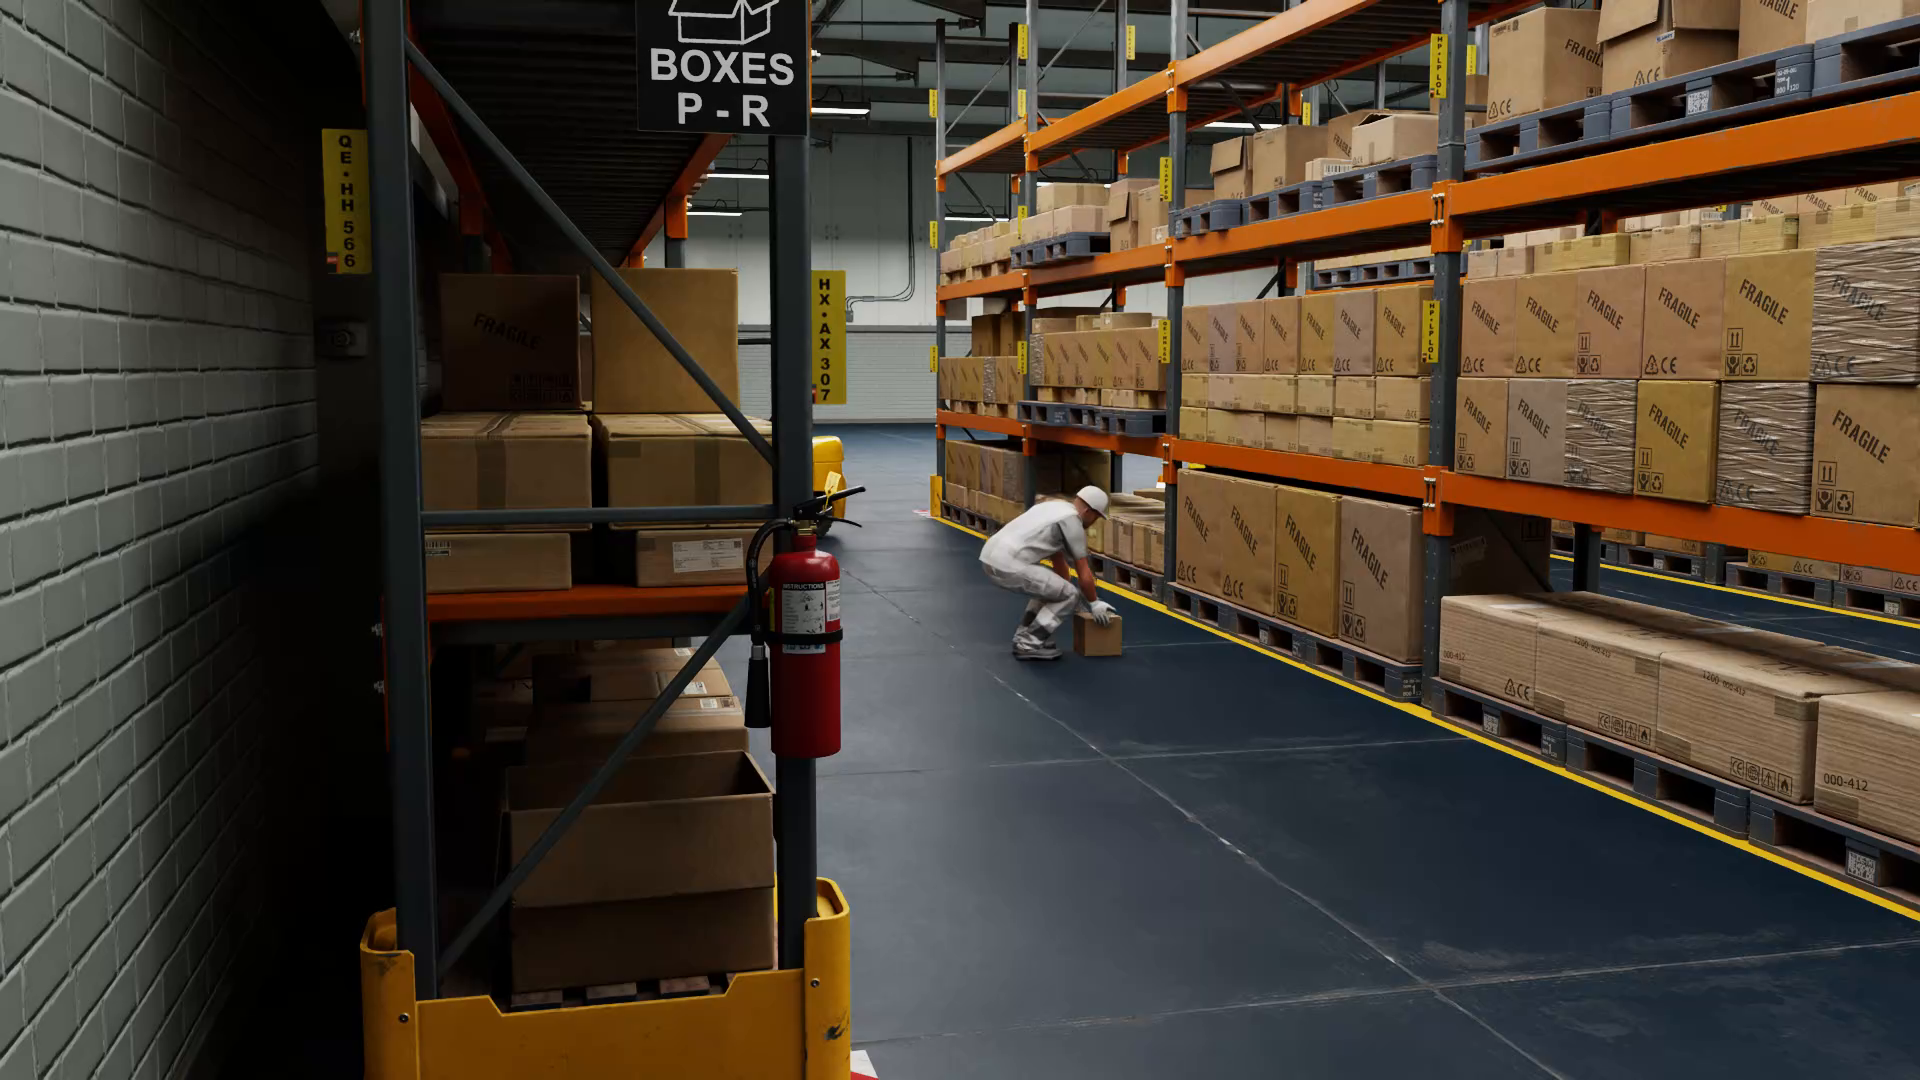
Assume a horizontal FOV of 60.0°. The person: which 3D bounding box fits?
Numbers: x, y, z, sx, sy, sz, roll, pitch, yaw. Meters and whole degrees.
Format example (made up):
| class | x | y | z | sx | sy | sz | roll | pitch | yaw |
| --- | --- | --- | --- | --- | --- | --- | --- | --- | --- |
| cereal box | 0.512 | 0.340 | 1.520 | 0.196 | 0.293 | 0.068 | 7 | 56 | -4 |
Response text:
| class | x | y | z | sx | sy | sz | roll | pitch | yaw |
| --- | --- | --- | --- | --- | --- | --- | --- | --- | --- |
| person | 0.549 | 0.201 | 10.709 | 0.866 | 1.091 | 0.581 | -1 | 6 | -14 |
